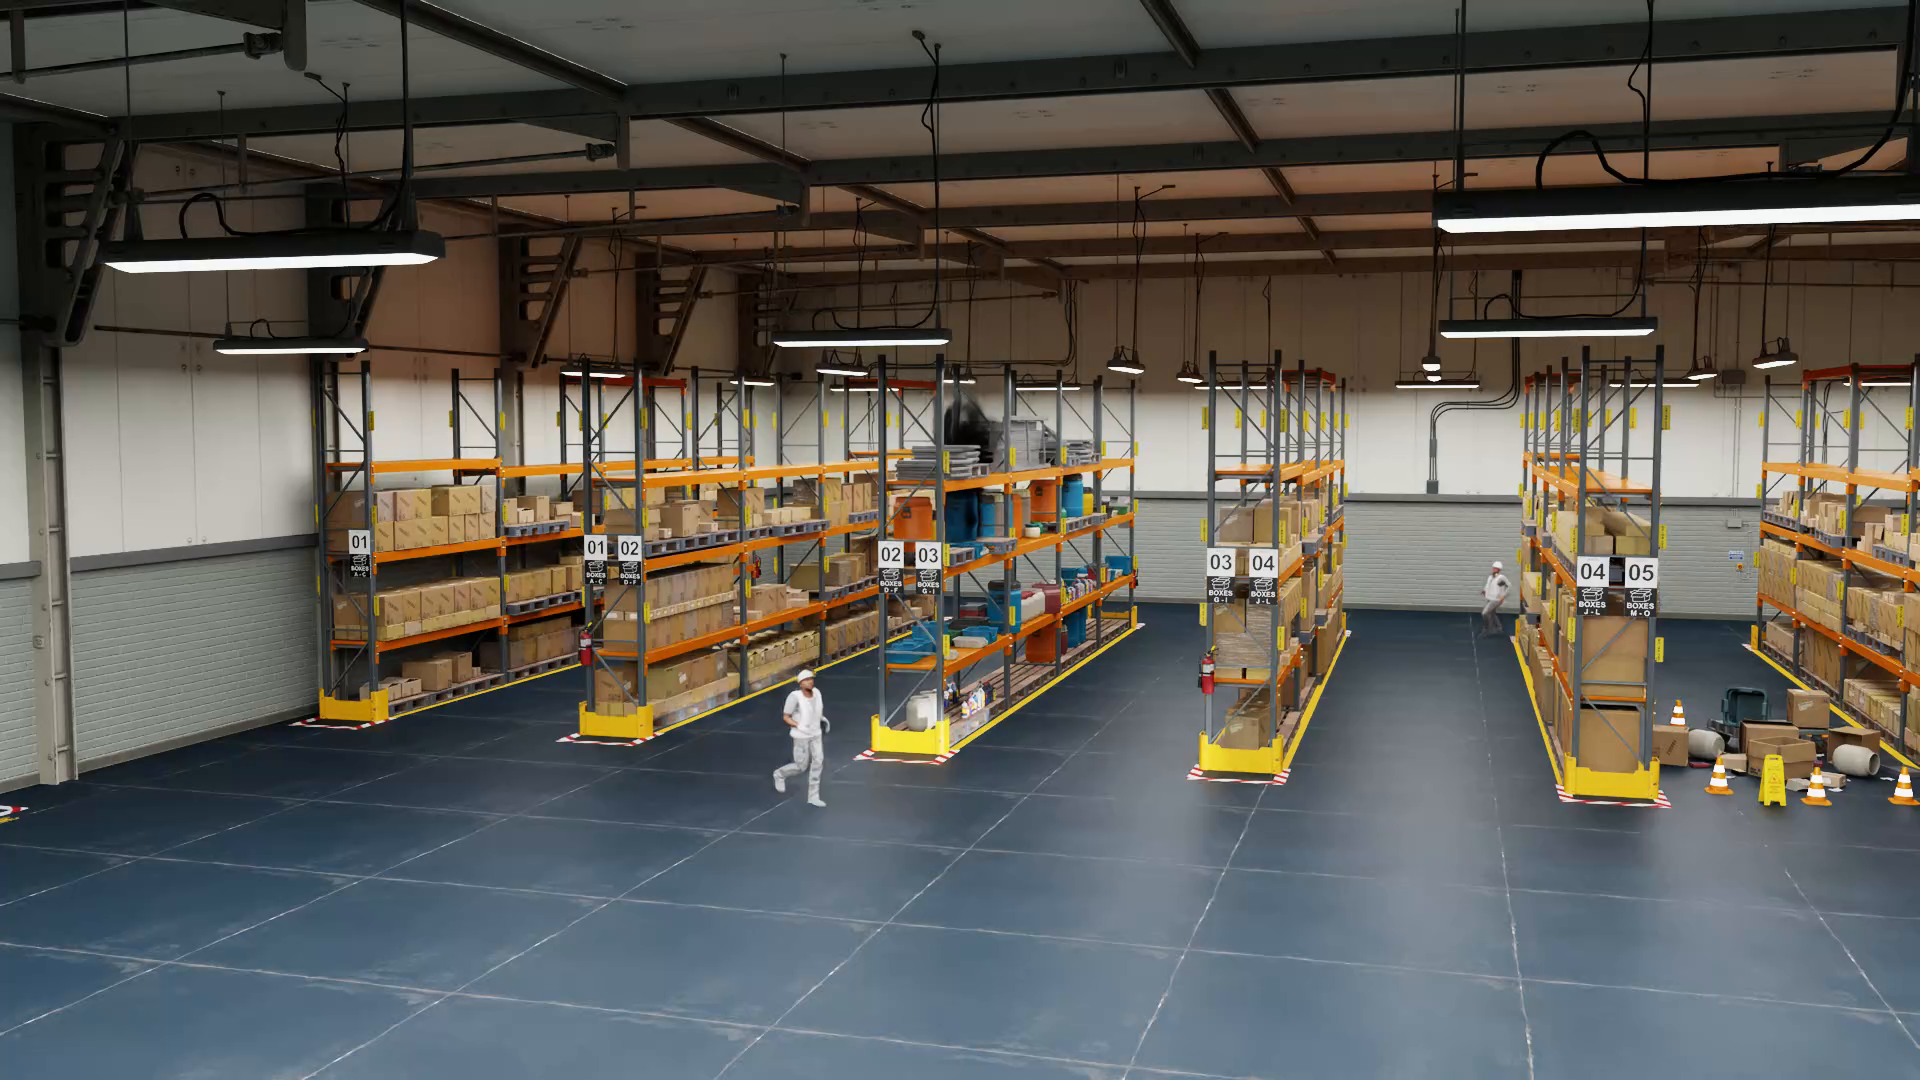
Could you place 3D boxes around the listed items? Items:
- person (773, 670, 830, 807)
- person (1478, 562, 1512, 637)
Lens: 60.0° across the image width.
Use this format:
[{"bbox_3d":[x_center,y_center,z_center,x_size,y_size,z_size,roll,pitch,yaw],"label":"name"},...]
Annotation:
[{"bbox_3d":[-2.047,2.575,21.812,0.849,1.773,0.688,4,6,45],"label":"person"},{"bbox_3d":[12.395,1.389,38.528,0.697,1.796,0.723,-1,4,-14],"label":"person"}]
